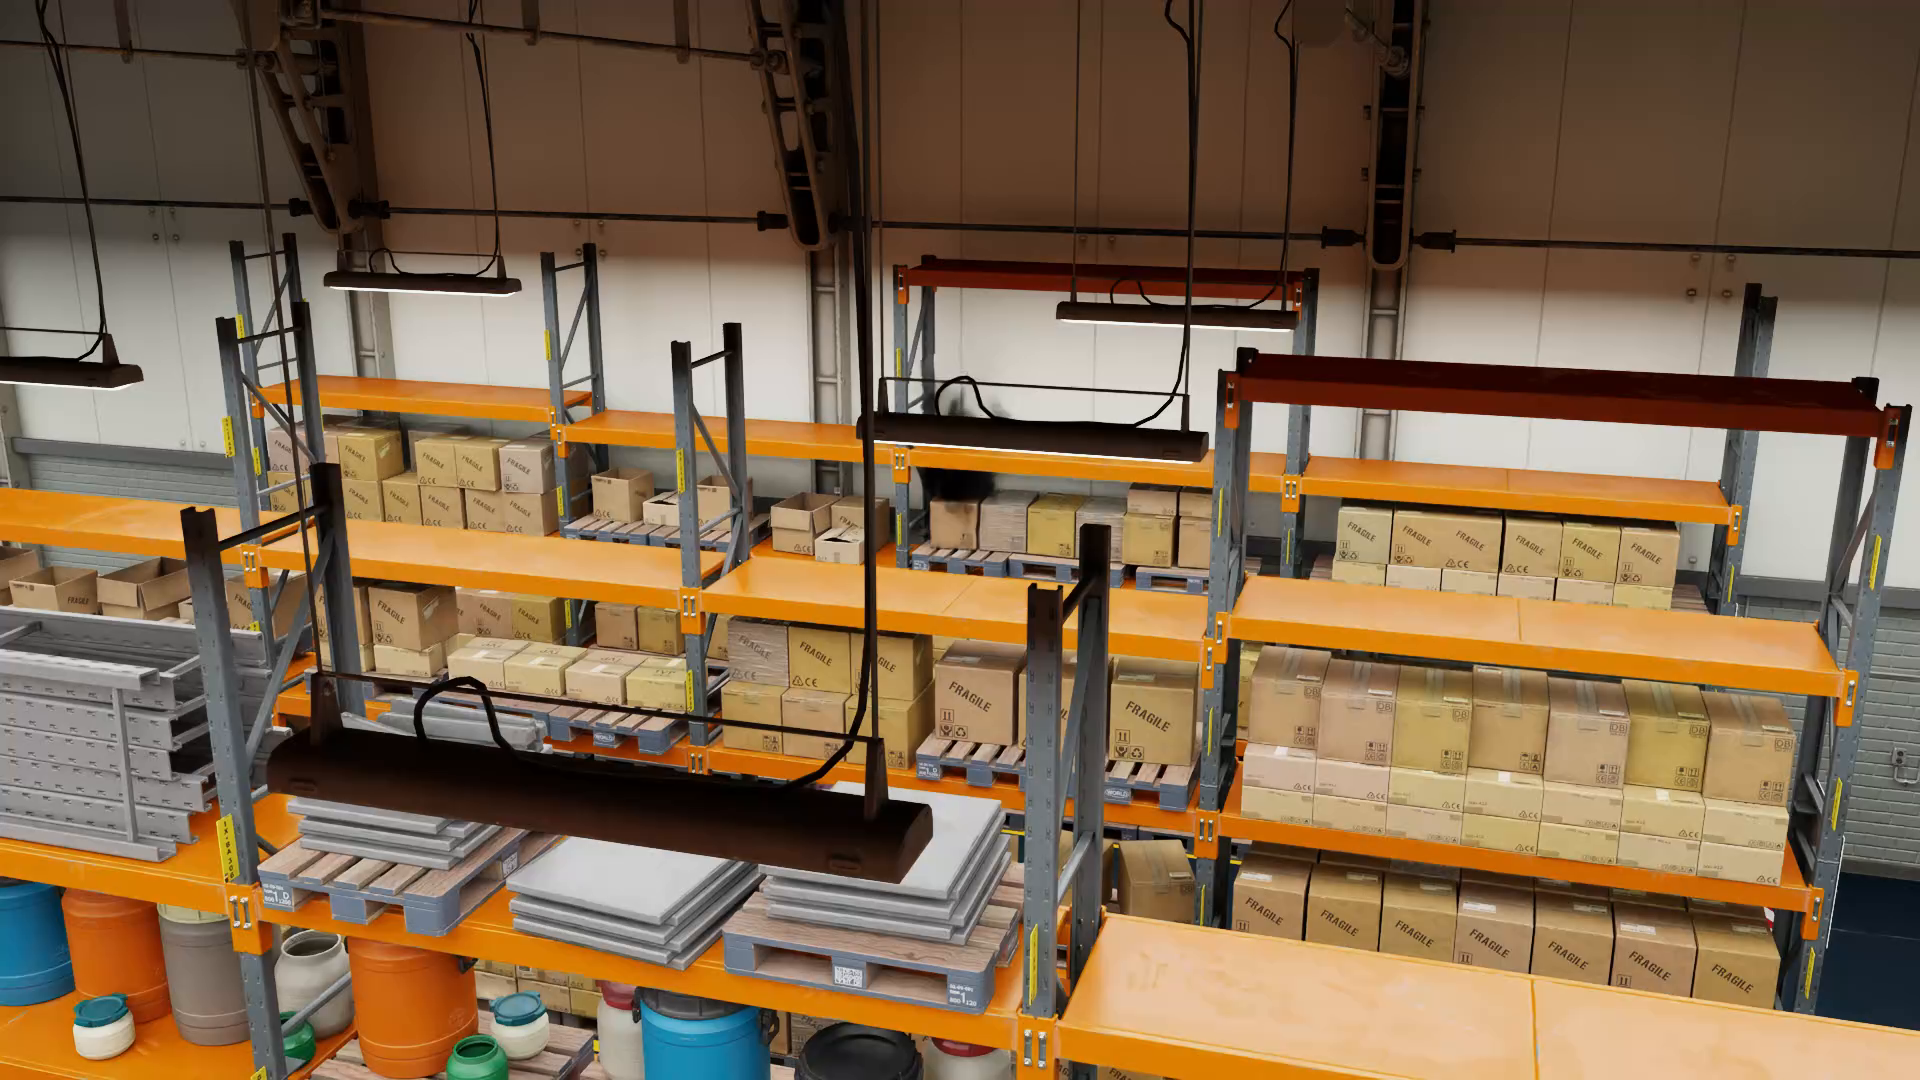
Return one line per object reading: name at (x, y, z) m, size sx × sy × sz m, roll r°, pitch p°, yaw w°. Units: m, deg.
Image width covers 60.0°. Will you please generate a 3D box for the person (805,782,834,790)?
person at (-1.332, 2.541, 16.046) m, size 0.689 × 1.691 × 0.505 m, roll 1°, pitch 16°, yaw 4°
